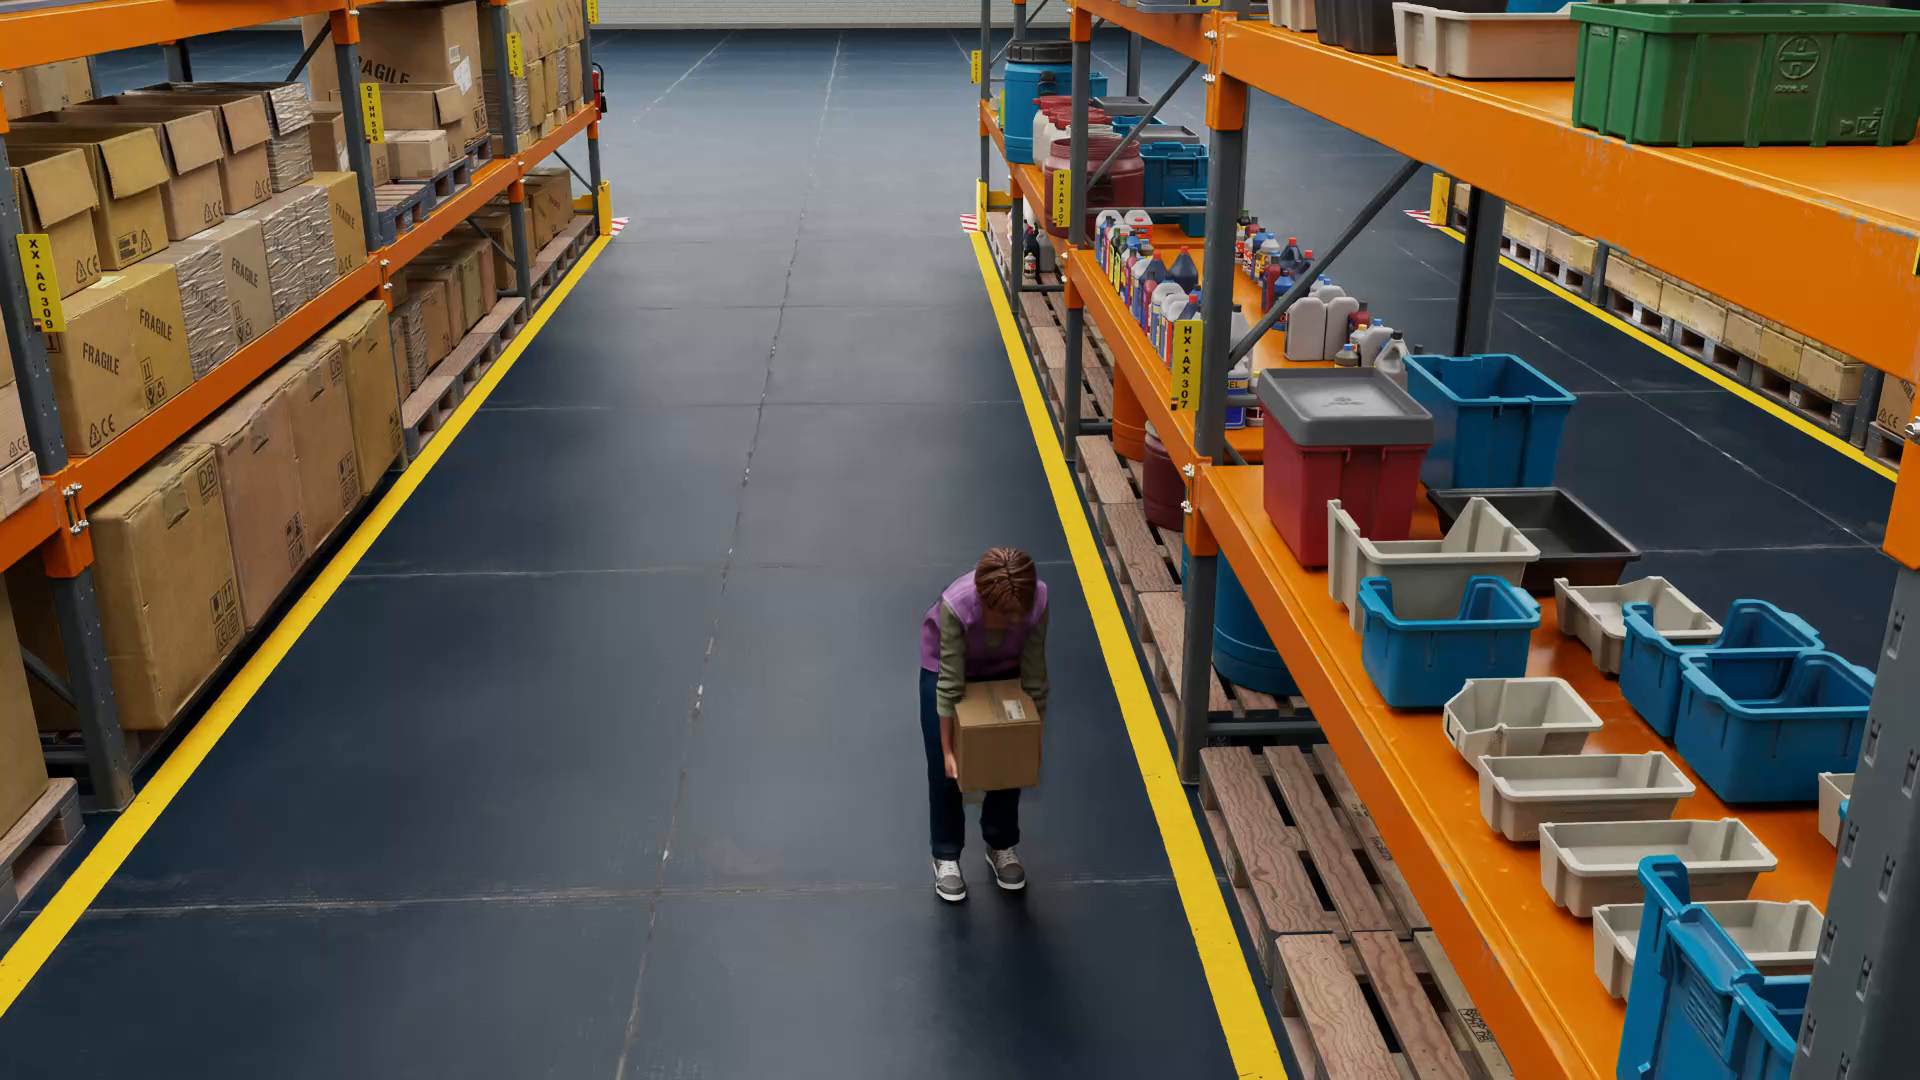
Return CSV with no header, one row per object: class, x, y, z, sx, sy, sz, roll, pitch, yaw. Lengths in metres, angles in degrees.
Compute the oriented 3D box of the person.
person,0.083,0.587,5.388,0.373,1.356,0.736,-4,21,-11
